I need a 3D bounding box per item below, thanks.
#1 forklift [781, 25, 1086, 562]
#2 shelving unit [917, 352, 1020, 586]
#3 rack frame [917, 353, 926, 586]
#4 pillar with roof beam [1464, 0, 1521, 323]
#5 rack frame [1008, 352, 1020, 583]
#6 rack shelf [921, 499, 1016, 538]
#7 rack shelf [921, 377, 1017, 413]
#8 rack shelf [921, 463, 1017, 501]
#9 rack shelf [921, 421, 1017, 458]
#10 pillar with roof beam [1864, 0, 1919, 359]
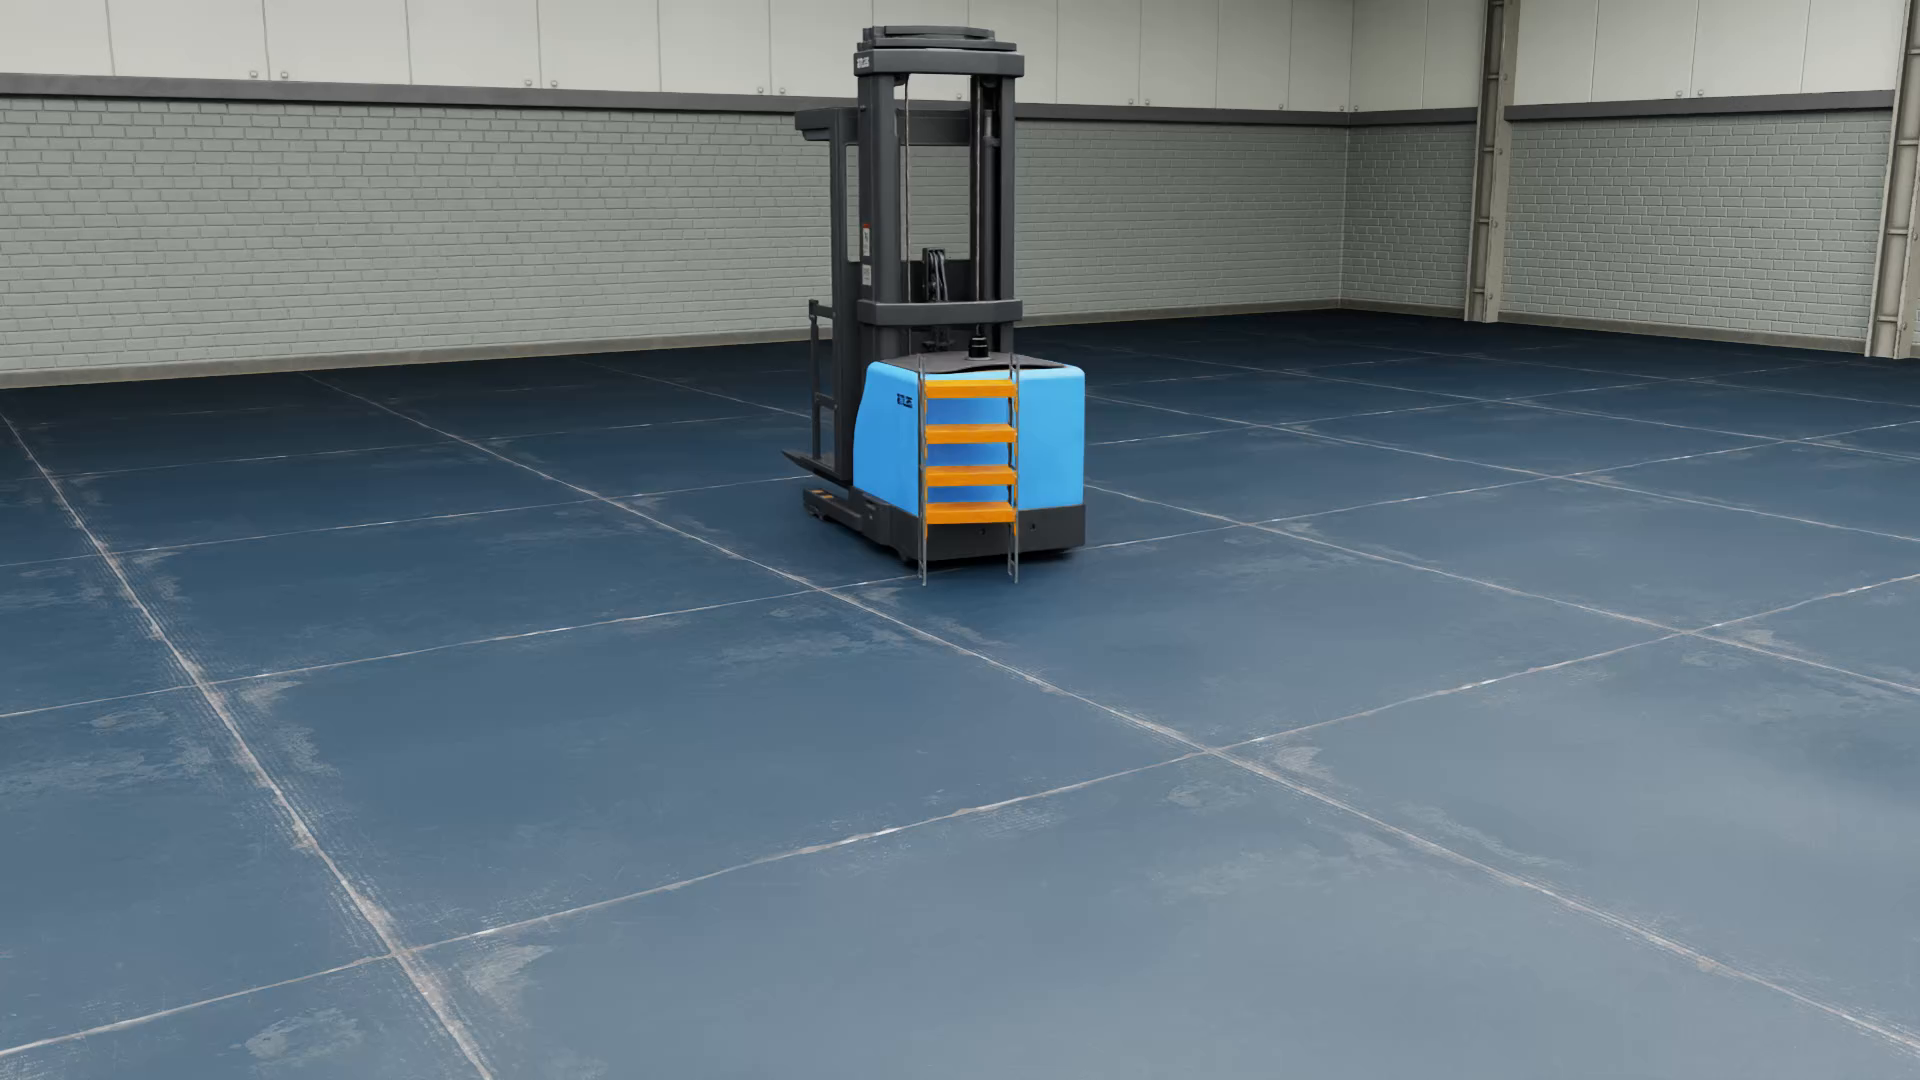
[{"bbox_3d":[-0.346,-1.582,10.234,1.130,2.935,3.031,-5,13,-23],"label":"forklift"},{"bbox_3d":[0.041,-0.375,8.762,0.503,1.200,0.258,-2,13,-8],"label":"shelving unit"},{"bbox_3d":[-0.200,-0.368,8.730,0.015,1.200,0.240,-2,13,-8],"label":"rack frame"},{"bbox_3d":[4.176,-7.143,21.462,9.100,9.000,0.400,-8,15,-33],"label":"pillar with roof beam"},{"bbox_3d":[0.283,-0.382,8.794,0.015,1.200,0.240,-2,13,-8],"label":"rack frame"},{"bbox_3d":[0.041,-0.115,8.820,0.480,0.148,0.258,-2,13,-8],"label":"rack shelf"},{"bbox_3d":[0.042,-0.758,8.676,0.480,0.148,0.258,-2,13,-8],"label":"rack shelf"},{"bbox_3d":[0.041,-0.309,8.777,0.480,0.148,0.258,-2,13,-8],"label":"rack shelf"},{"bbox_3d":[0.042,-0.527,8.728,0.480,0.148,0.258,-2,13,-8],"label":"rack shelf"},{"bbox_3d":[7.500,-6.076,16.583,9.100,9.000,0.400,-8,15,-33],"label":"pillar with roof beam"}]
